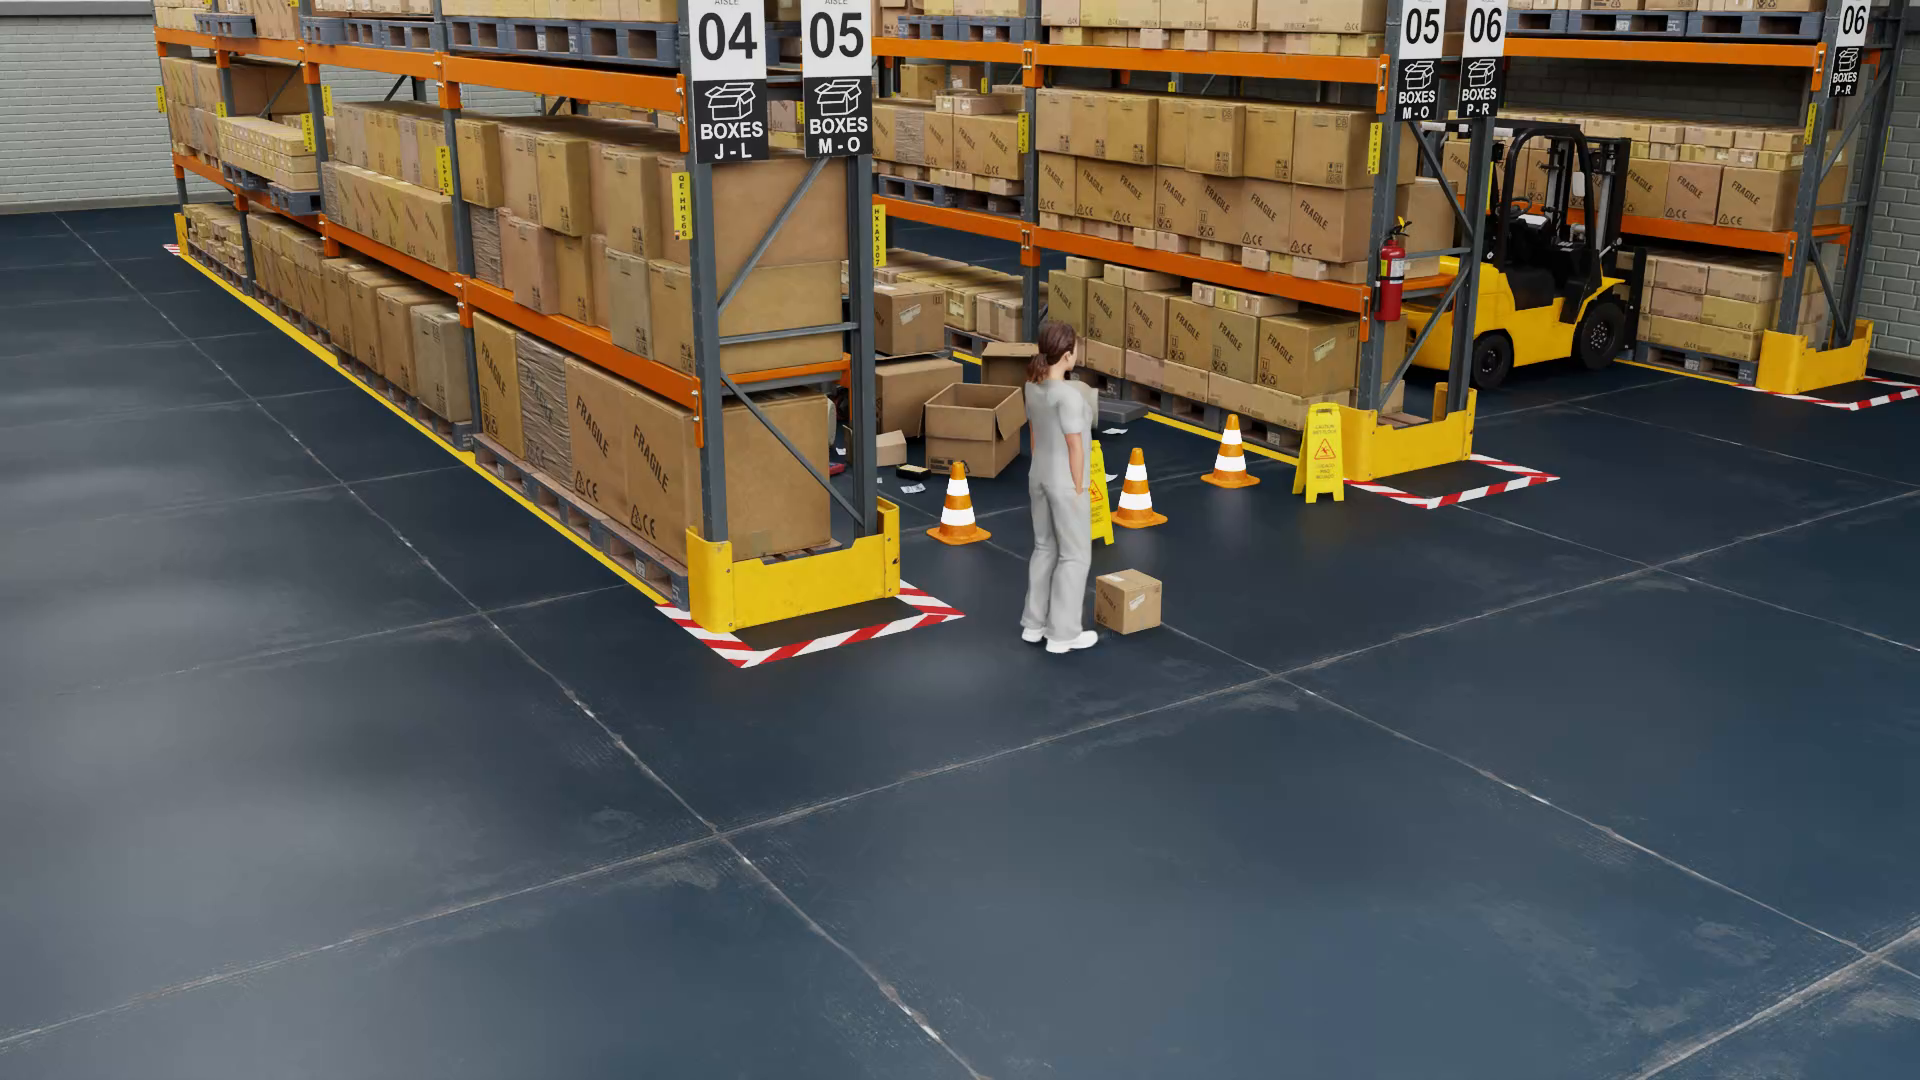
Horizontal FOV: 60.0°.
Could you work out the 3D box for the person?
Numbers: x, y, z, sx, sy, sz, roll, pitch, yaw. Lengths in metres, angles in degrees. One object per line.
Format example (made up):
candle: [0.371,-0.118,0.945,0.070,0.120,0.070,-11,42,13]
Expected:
person: [0.484,-0.268,8.386,0.365,1.670,0.438,-11,21,-30]
